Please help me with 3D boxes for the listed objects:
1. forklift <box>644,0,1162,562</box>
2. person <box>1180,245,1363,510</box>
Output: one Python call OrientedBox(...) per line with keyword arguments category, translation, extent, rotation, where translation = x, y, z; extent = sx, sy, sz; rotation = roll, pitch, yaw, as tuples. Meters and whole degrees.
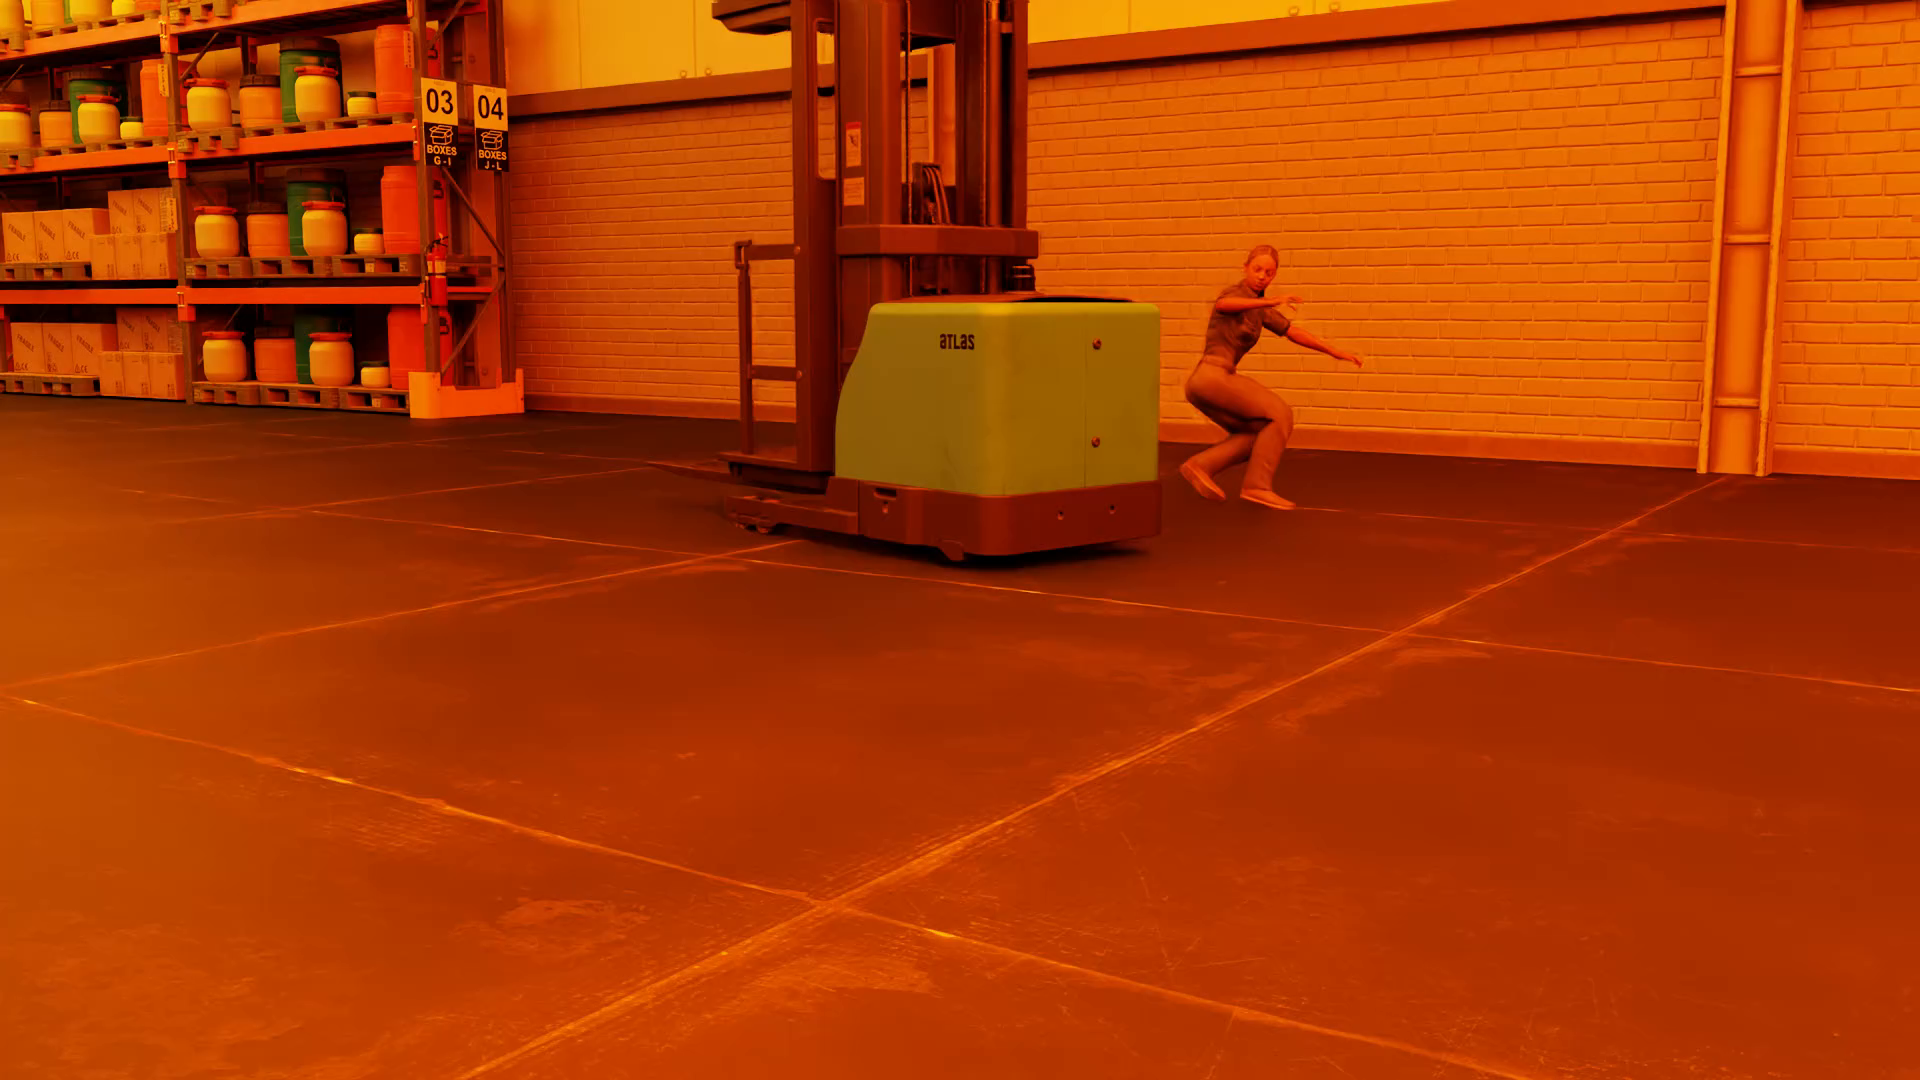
OrientedBox(category="forklift", translation=(-0.464, -1.520, 7.880), extent=(1.130, 2.935, 3.031), rotation=(-7, 11, -40))
OrientedBox(category="person", translation=(1.653, -0.849, 8.723), extent=(0.966, 1.385, 0.690), rotation=(1, 8, 5))
